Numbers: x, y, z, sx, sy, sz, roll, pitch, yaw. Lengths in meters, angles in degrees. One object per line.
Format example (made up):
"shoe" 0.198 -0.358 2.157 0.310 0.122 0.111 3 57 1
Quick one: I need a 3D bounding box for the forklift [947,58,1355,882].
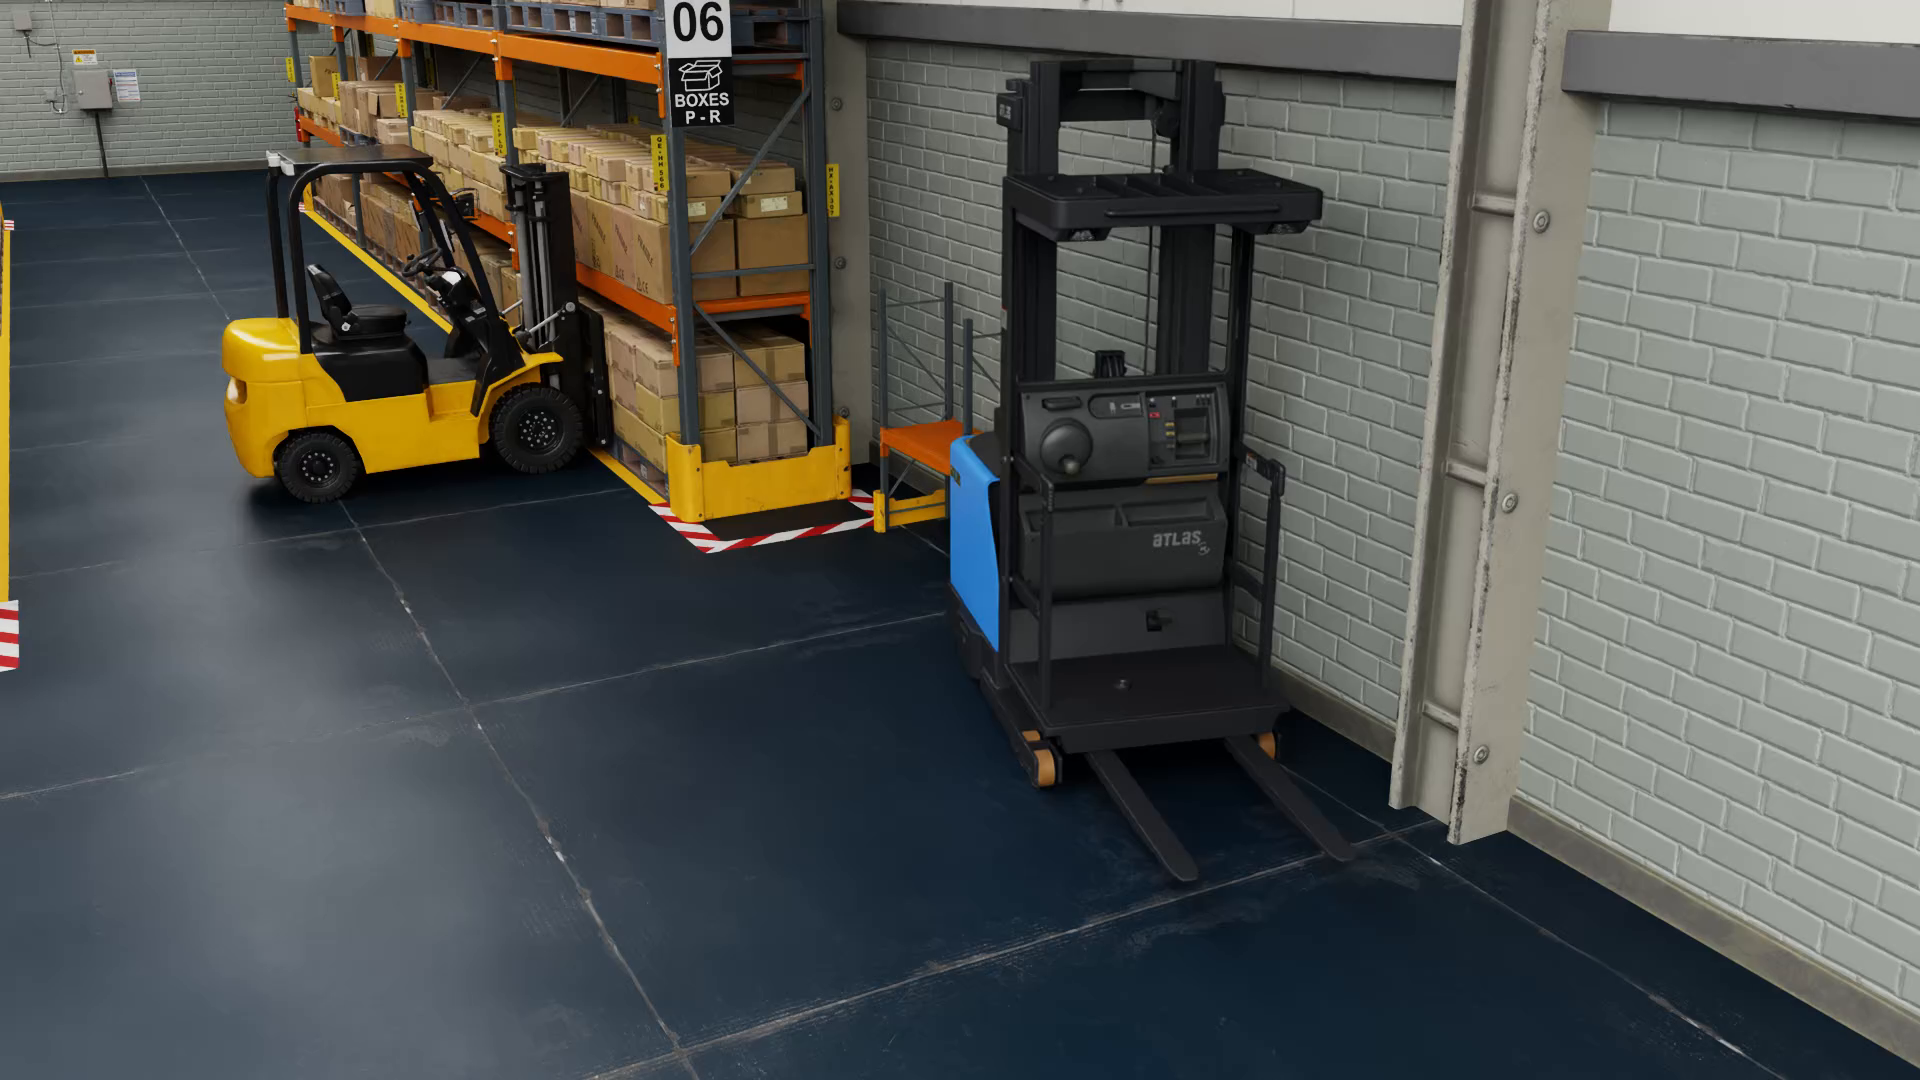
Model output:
"forklift" 0.771 -0.466 6.989 1.130 2.935 3.031 -4 20 -13

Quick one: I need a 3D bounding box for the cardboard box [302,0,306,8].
"cardboard box" -8.307 -6.976 21.537 0.380 0.149 0.250 -10 21 -27

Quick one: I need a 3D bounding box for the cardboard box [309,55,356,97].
"cardboard box" -8.205 -6.081 21.781 0.500 0.500 0.500 -9 21 -25

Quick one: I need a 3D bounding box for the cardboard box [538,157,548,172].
"cardboard box" -2.954 -2.810 12.528 0.380 0.149 0.250 -9 21 -25

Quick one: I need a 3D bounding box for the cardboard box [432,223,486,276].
"cardboard box" -4.813 -2.858 16.812 0.875 0.625 0.625 -9 21 -25

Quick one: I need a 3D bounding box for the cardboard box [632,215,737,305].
"cardboard box" -1.763 -1.815 10.638 0.500 0.500 0.500 -11 22 -28

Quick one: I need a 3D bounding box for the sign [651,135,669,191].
"sign" -1.783 -2.246 9.903 0.100 0.325 0.005 -10 21 -27

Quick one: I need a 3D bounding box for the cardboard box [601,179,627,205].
"cardboard box" -2.203 -2.372 11.258 0.380 0.149 0.250 -11 22 -28

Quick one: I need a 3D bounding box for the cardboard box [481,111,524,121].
"cardboard box" -4.473 -4.113 16.306 0.380 0.149 0.250 -10 21 -27

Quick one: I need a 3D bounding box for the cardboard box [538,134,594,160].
"cardboard box" -2.943 -2.949 12.476 0.380 0.149 0.250 -9 21 -25

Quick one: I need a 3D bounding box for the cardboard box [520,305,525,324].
"cardboard box" -3.240 -1.763 13.448 0.500 0.250 0.500 -10 21 -27

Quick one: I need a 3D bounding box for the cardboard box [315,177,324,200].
"cardboard box" -8.689 -5.088 23.461 0.797 0.503 0.637 -11 22 -29

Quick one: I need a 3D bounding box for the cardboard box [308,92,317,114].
"cardboard box" -8.435 -5.868 22.312 0.500 0.250 0.500 -10 22 -28

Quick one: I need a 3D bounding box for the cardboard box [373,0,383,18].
"cardboard box" -5.794 -5.564 17.289 0.500 0.250 0.500 -10 21 -26

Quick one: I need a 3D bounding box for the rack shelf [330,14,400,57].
"rack shelf" -6.047 -5.615 18.310 1.077 0.370 4.000 -10 21 -27

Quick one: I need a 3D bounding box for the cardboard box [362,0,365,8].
"cardboard box" -7.495 -6.920 21.374 0.380 0.149 0.250 -10 21 -26

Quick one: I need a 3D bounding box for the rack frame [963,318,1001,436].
"rack frame" 0.241 -0.524 9.350 0.500 1.500 0.032 -11 22 -28

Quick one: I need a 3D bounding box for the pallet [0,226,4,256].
"pallet" -12.239 -3.604 20.254 1.003 0.211 1.213 -10 21 -27

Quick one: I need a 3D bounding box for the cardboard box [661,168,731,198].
"cardboard box" -1.654 -2.231 10.396 0.380 0.149 0.250 -10 21 -27

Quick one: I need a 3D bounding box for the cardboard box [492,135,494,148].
"cardboard box" -3.764 -3.382 14.187 0.380 0.149 0.250 -10 21 -27

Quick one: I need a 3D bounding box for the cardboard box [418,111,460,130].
"cardboard box" -5.077 -4.104 16.277 0.380 0.149 0.250 -9 21 -25

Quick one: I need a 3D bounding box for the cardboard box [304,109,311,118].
"cardboard box" -8.982 -6.004 23.318 0.380 0.149 0.250 -10 21 -27

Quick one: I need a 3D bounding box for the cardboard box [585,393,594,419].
"cardboard box" -2.523 -1.086 12.252 0.500 0.250 0.500 -9 21 -25

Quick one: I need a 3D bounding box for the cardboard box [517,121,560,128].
"cardboard box" -3.859 -3.748 15.246 0.380 0.149 0.250 -10 21 -26

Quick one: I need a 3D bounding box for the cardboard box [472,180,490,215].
"cardboard box" -3.911 -2.992 14.433 0.500 0.250 0.500 -10 21 -27

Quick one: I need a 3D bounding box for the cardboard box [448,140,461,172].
"cardboard box" -4.367 -3.524 15.208 0.500 0.250 0.500 -10 21 -26

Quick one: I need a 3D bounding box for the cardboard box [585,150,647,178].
"cardboard box" -2.348 -2.582 11.412 0.380 0.149 0.250 -10 21 -26

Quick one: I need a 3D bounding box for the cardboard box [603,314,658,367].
"cardboard box" -2.288 -1.411 11.660 0.500 0.250 0.500 -10 21 -26

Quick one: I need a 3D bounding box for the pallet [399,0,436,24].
"pallet" -4.696 -5.111 16.035 1.213 0.211 1.003 -9 21 -24

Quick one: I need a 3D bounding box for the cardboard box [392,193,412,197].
"cardboard box" -6.232 -3.853 18.892 0.380 0.149 0.250 -10 21 -26

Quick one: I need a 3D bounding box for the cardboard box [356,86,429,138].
"cardboard box" -6.345 -4.810 18.675 0.700 0.500 0.500 -10 21 -27

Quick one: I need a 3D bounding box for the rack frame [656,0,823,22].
"rack frame" -1.298 -4.503 9.384 1.000 3.000 0.127 -10 21 -27

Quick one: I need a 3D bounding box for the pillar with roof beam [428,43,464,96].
"pillar with roof beam" -10.323 -7.620 18.419 9.100 9.000 0.400 -10 21 -27

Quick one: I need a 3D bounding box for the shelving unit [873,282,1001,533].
"shelving unit" -0.017 -0.670 9.774 0.587 1.500 1.083 -11 22 -28

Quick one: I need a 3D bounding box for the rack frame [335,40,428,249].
"rack frame" -6.997 -5.111 20.346 1.000 3.000 0.127 -10 21 -27

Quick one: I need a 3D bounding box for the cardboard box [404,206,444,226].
"cardboard box" -5.712 -3.463 17.762 0.380 0.149 0.250 -11 22 -29

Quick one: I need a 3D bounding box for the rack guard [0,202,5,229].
"rack guard" -13.274 -4.315 21.870 1.175 0.500 0.348 -10 21 -27

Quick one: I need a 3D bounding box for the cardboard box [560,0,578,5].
"cardboard box" -2.366 -3.952 11.432 0.797 0.503 0.637 -9 21 -25

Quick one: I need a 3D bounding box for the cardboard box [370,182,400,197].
"cardboard box" -6.861 -4.223 19.966 0.380 0.149 0.250 -11 22 -28

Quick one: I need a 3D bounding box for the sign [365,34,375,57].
"sign" -8.398 -7.037 23.666 0.100 0.325 0.005 -10 21 -27

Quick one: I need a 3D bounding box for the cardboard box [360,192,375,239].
"cardboard box" -6.965 -3.955 20.182 0.500 0.500 0.500 -9 21 -24

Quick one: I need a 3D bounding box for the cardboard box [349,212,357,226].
"cardboard box" -7.520 -4.077 21.074 0.380 0.149 0.250 -11 22 -28

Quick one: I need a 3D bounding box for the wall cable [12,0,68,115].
"wall cable" -14.718 -7.808 26.604 0.588 1.984 0.122 -10 21 -27

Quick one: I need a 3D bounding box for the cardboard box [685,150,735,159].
"cardboard box" -1.754 -2.590 11.434 0.380 0.149 0.250 -9 21 -25

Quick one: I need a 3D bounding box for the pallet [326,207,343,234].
"pallet" -7.905 -4.341 22.389 1.003 0.211 1.213 -10 21 -27

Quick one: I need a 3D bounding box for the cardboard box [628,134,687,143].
"cardboard box" -2.281 -2.973 12.544 0.380 0.149 0.250 -10 22 -28

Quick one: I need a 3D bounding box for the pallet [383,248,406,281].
"pallet" -5.994 -3.215 19.125 1.003 0.211 1.213 -10 21 -27

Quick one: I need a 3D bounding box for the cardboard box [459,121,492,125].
"cardboard box" -4.374 -3.751 15.257 0.380 0.149 0.250 -10 21 -27

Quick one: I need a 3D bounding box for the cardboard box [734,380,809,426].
"cardboard box" -1.339 -0.969 11.146 0.500 0.250 0.500 -10 21 -26

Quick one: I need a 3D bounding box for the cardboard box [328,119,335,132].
"cardboard box" -7.905 -5.336 21.381 0.380 0.149 0.250 -10 22 -27

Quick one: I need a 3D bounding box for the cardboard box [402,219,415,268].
"cardboard box" -5.716 -3.213 18.034 0.500 0.500 0.500 -10 22 -27

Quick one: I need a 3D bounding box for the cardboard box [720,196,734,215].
"cardboard box" -1.404 -2.219 10.816 0.380 0.149 0.250 -10 21 -27

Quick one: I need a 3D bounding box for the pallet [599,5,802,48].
"pallet" -1.611 -3.250 10.488 1.003 0.211 1.213 -10 21 -27
